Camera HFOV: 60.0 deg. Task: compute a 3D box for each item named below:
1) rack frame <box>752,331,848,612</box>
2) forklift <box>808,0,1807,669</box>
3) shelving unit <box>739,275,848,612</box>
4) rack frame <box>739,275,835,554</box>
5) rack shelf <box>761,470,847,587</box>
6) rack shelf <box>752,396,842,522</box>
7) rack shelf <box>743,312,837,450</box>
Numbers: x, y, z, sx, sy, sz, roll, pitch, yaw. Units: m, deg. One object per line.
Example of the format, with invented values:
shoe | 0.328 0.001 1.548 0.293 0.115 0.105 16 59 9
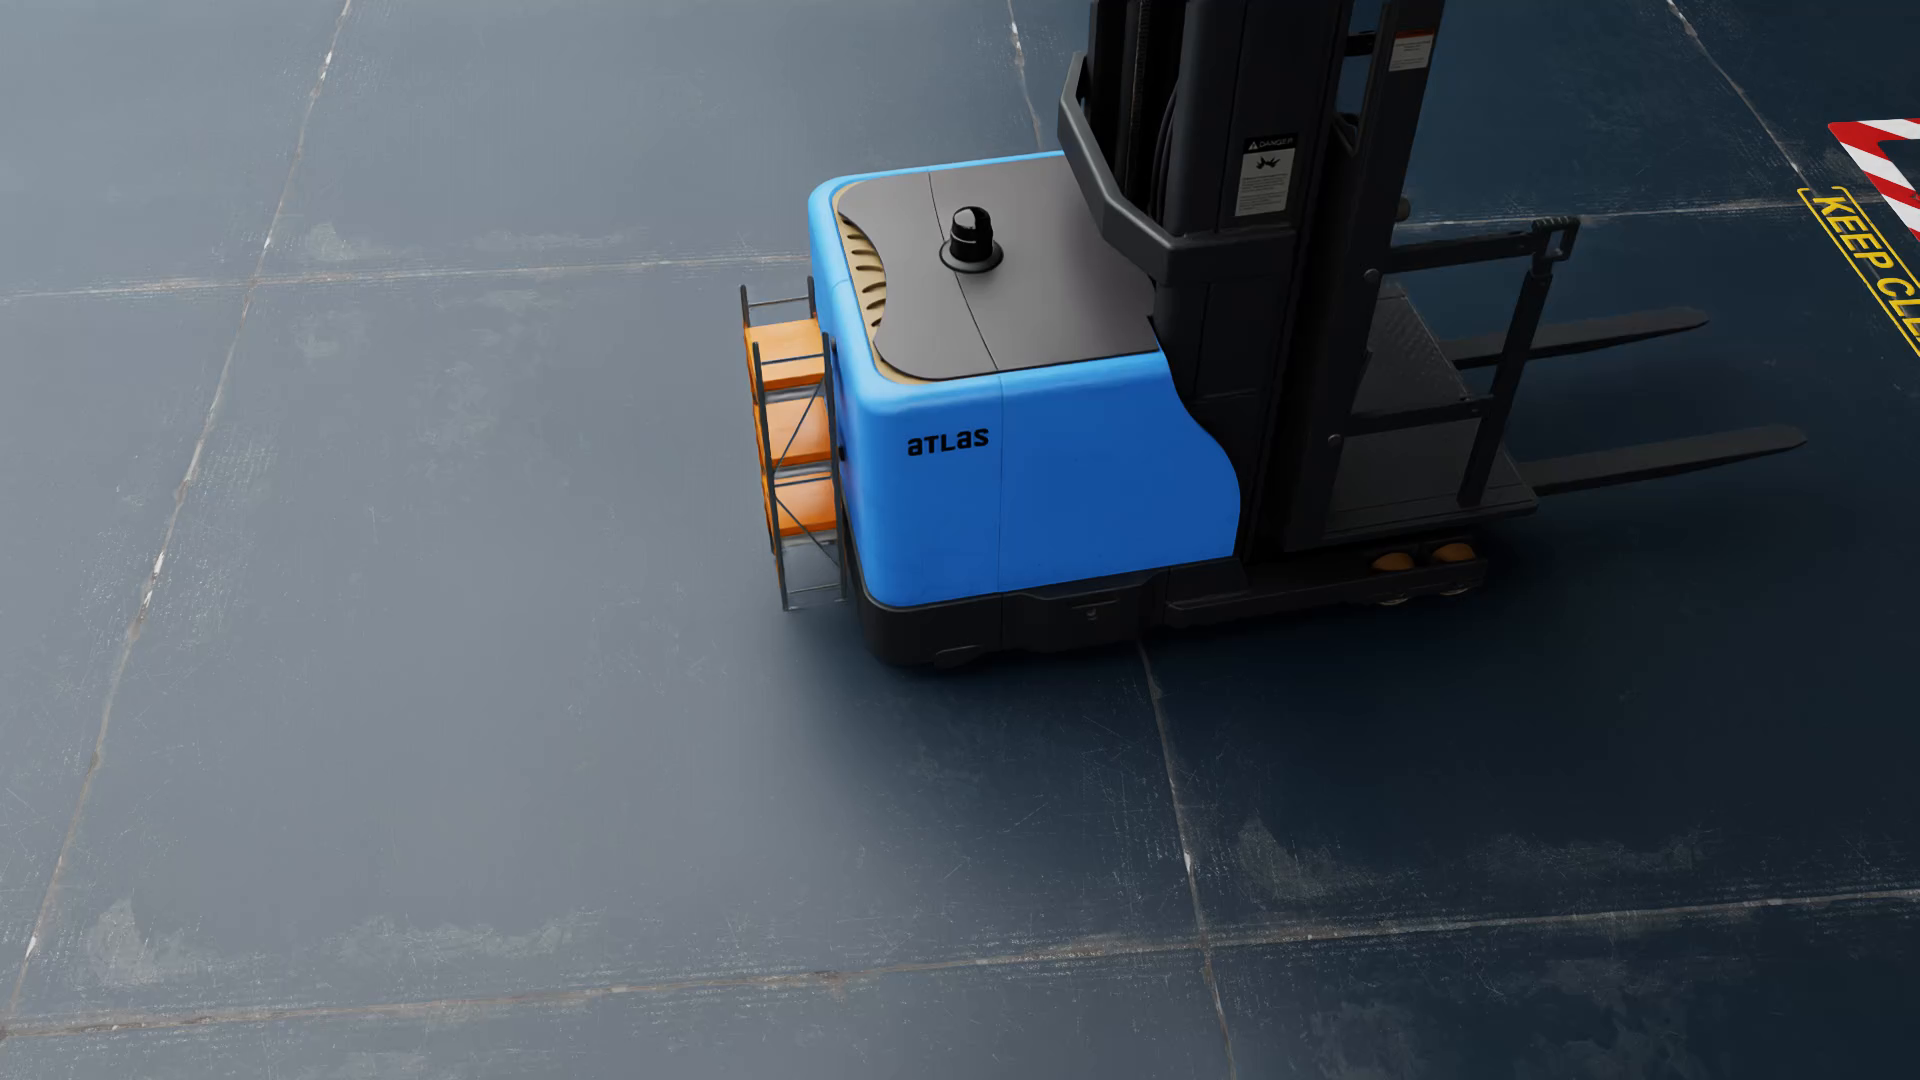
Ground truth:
rack frame | -0.439 -0.162 4.681 0.200 1.050 0.008 -9 47 -9
forklift | 1.123 -1.179 4.348 3.031 2.935 1.130 -9 47 -8
shelving unit | -0.466 -0.249 4.762 0.215 1.050 0.252 -9 47 -9
rack frame | -0.493 -0.335 4.844 0.200 1.050 0.008 -9 47 -9
rack shelf | -0.466 -0.050 4.972 0.215 0.259 0.240 -9 47 -9
rack shelf | -0.466 -0.241 4.770 0.215 0.259 0.240 -9 47 -9
rack shelf | -0.466 -0.436 4.564 0.215 0.259 0.240 -9 47 -9
